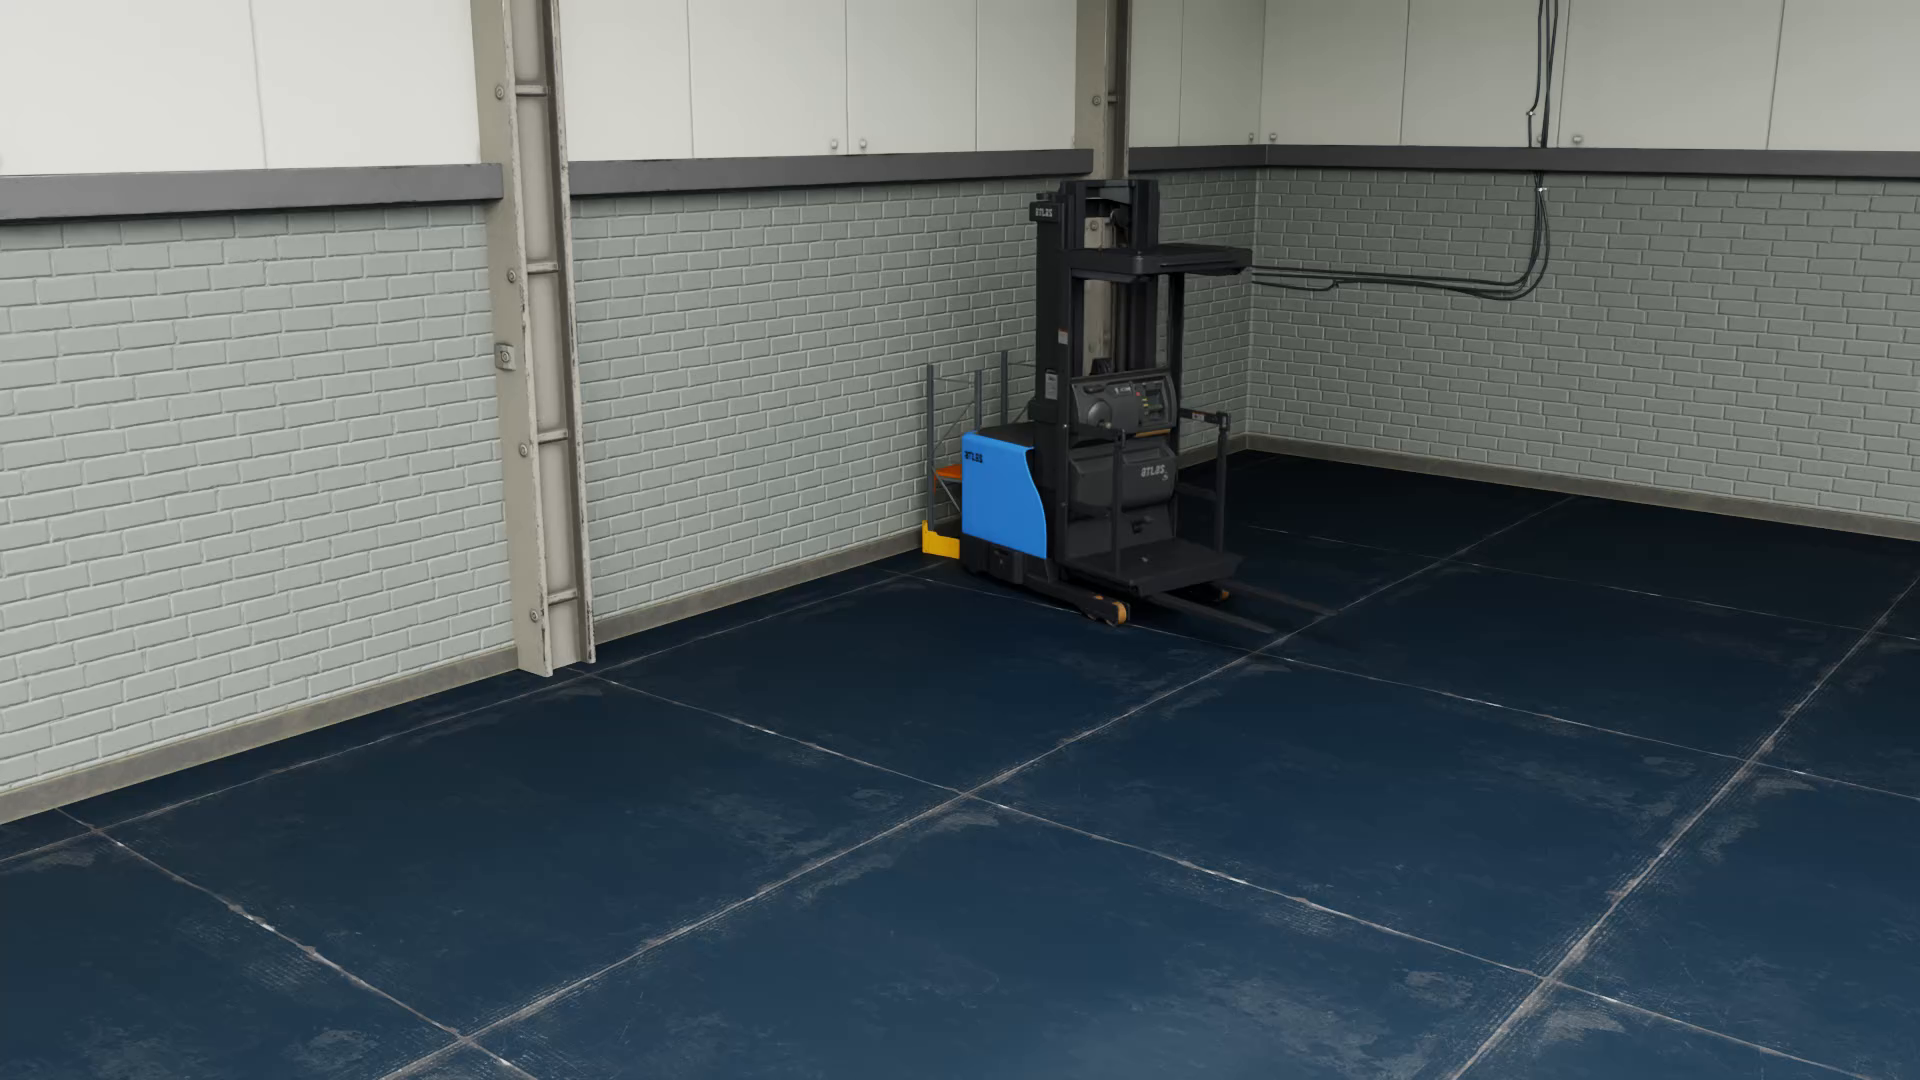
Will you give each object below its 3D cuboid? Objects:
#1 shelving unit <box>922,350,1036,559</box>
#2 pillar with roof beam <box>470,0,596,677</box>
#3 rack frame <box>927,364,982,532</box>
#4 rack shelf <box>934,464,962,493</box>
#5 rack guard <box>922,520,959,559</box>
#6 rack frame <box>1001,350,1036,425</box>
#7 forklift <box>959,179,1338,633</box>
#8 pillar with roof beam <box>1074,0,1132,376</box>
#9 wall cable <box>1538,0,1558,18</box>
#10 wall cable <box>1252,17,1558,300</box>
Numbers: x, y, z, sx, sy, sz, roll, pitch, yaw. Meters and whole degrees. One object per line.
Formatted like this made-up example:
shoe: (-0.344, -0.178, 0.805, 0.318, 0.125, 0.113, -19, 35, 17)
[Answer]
shelving unit: (0.247, -0.696, 13.317, 0.587, 1.500, 1.083, 10, 17, 35)
pillar with roof beam: (0.793, -2.908, 6.795, 9.100, 9.000, 0.400, 11, 18, 38)
rack frame: (-0.047, -0.597, 12.926, 0.500, 1.500, 0.032, 10, 17, 35)
rack shelf: (0.252, -0.524, 13.369, 0.538, 0.185, 1.000, 10, 17, 35)
rack guard: (-0.047, 0.009, 13.081, 0.587, 0.250, 0.087, 10, 17, 35)
rack frame: (0.551, -0.799, 13.722, 0.500, 1.500, 0.032, 10, 17, 35)
forklift: (1.285, -0.971, 11.494, 1.130, 2.935, 3.031, -11, 18, -36)
pillar with roof beam: (4.564, -4.057, 11.318, 9.100, 9.000, 0.400, 11, 18, 38)
wall cable: (6.200, -5.607, 13.469, 3.097, 2.526, 0.112, 11, 18, 38)
wall cable: (4.096, -3.578, 15.738, 3.097, 2.526, 0.112, 11, 18, 38)
